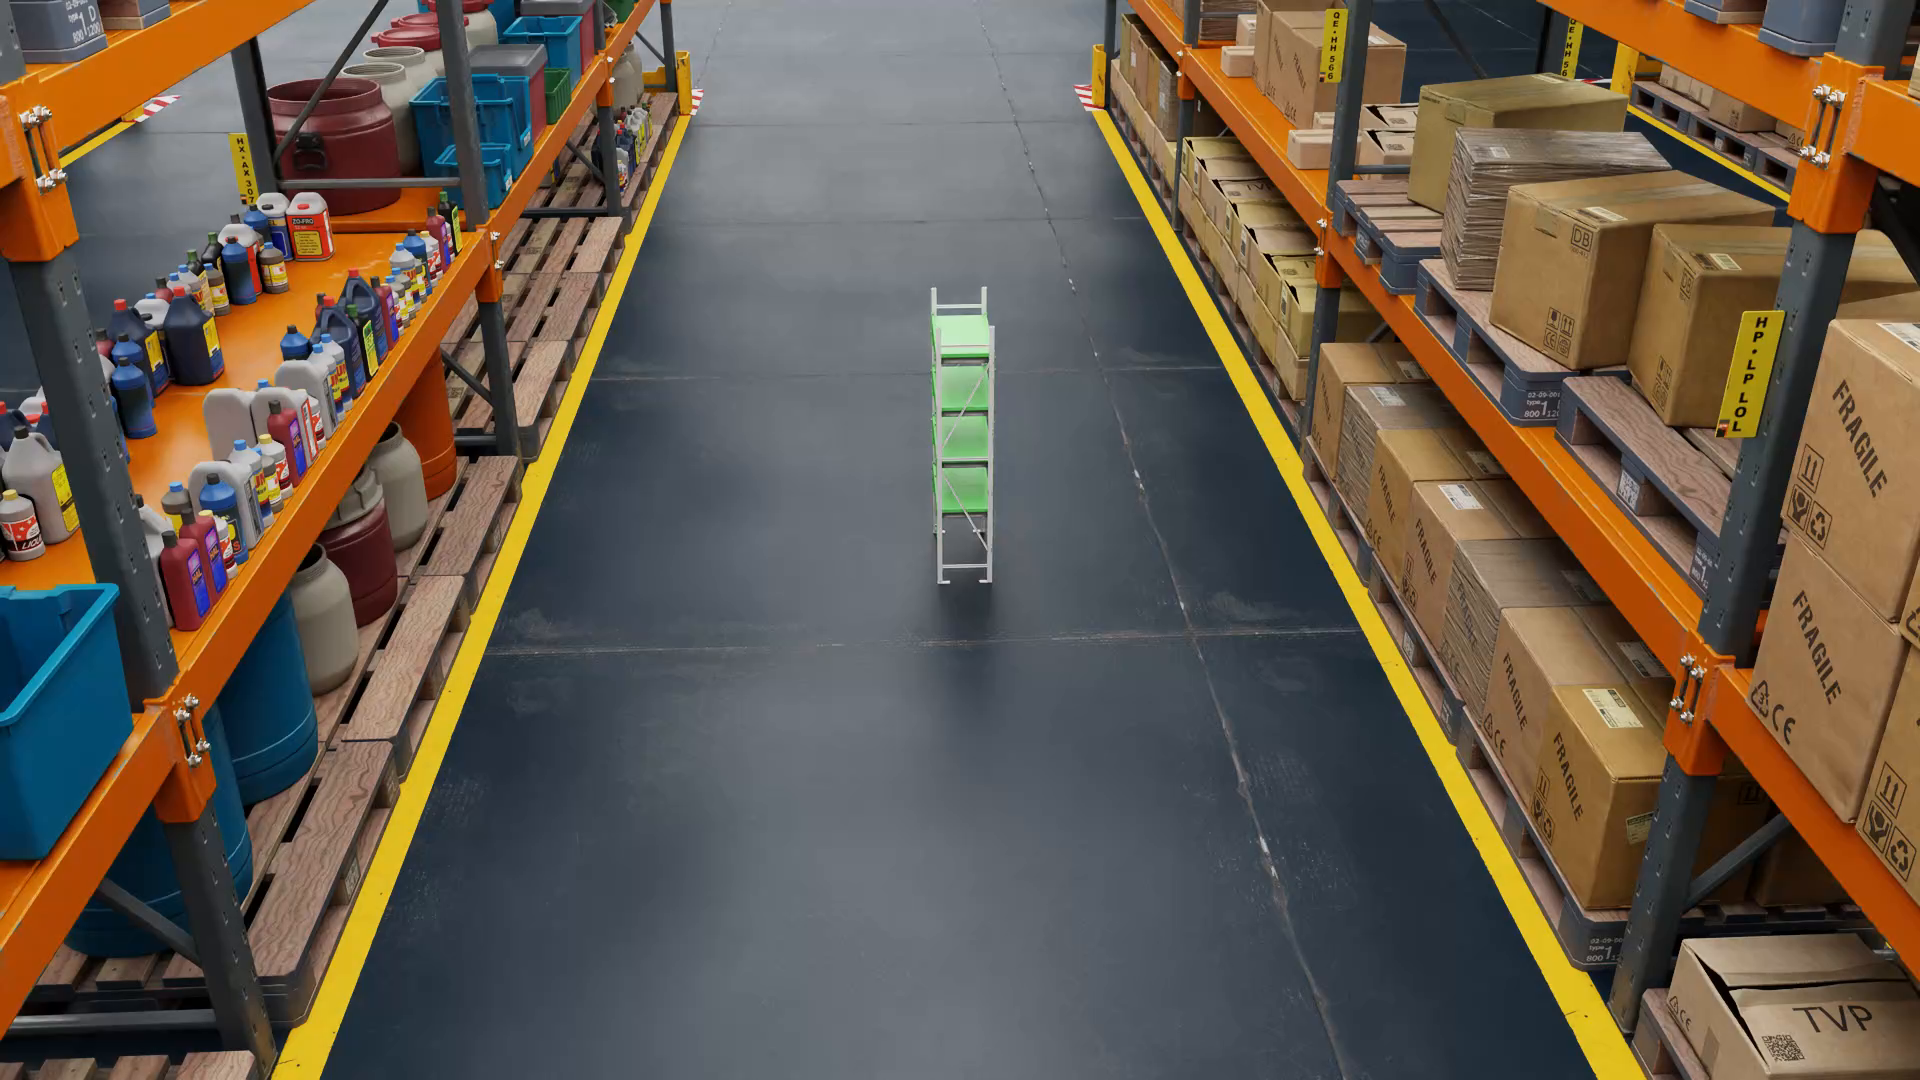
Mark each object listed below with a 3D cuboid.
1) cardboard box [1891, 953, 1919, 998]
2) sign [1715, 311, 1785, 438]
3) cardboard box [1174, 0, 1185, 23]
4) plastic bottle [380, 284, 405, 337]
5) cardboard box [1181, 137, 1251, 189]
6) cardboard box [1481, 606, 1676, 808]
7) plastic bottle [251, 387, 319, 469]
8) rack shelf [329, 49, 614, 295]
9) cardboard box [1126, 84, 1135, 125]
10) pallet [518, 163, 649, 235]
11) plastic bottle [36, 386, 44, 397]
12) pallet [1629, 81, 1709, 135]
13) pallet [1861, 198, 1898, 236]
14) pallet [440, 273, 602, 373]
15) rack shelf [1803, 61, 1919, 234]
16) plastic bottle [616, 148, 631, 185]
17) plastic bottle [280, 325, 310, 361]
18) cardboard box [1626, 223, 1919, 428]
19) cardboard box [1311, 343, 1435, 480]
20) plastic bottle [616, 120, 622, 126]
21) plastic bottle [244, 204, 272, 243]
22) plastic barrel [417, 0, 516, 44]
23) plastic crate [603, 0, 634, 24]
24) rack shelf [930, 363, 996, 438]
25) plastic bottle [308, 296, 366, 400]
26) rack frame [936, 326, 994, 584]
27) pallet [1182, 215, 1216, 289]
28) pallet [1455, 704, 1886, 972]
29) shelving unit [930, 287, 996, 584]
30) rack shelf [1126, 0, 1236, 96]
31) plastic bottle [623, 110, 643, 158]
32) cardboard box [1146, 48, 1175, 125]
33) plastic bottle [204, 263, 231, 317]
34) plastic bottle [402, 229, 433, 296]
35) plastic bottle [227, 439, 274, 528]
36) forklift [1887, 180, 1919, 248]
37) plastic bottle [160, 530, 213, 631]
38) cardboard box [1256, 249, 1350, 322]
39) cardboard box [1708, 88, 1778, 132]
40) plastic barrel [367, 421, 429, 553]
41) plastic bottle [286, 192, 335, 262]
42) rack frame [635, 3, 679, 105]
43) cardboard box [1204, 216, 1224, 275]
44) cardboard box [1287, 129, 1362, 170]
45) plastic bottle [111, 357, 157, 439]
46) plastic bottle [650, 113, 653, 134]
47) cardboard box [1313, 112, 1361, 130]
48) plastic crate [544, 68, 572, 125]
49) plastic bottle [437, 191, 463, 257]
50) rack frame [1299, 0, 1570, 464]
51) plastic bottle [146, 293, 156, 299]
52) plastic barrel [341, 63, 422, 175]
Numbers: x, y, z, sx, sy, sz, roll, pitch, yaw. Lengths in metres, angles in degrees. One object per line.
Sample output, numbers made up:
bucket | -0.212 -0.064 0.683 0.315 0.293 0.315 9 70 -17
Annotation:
cardboard box | 2.774 1.270 4.298 0.500 0.500 0.500 -1 28 -3
sign | 1.907 -0.398 4.017 0.100 0.325 0.005 -1 28 -3
cardboard box | 1.980 -4.086 12.233 0.700 0.500 0.500 -2 28 -3
plastic bottle | -2.212 -0.889 6.426 0.097 0.201 0.097 0 28 0
cardboard box | 1.816 -2.613 11.428 0.500 0.311 0.500 -1 28 -2
cardboard box | 2.131 0.565 5.651 0.500 0.500 0.500 -1 28 -2
plastic bottle | -2.178 -0.377 5.363 0.152 0.276 0.135 -1 28 -3
rack shelf | -2.799 -2.233 9.566 1.077 0.370 4.000 -1 28 -3
cardboard box | 1.696 -3.693 14.107 0.500 0.250 0.500 -1 28 -3
pallet | -2.897 -2.551 12.412 1.003 0.211 1.213 -1 28 -3
plastic bottle | -2.882 -0.364 5.339 0.152 0.276 0.135 -1 28 -3
pallet | 6.792 -3.915 15.028 1.003 0.211 1.213 -1 28 -3
pallet | 7.032 -2.119 11.585 1.003 0.211 1.213 -1 28 -3
pallet | -2.757 -1.313 10.039 1.003 0.211 1.213 -1 28 -3
rack shelf | 2.565 0.013 2.015 1.077 0.370 4.000 -1 28 -3
plastic bottle | -2.527 -2.770 12.286 0.152 0.276 0.135 0 28 -1
plastic bottle | -2.323 -0.623 5.839 0.097 0.271 0.097 0 28 0
cardboard box | 2.560 -0.670 5.229 0.700 0.500 0.500 3 28 5
cardboard box | 1.990 -0.616 7.915 0.500 0.500 0.500 0 28 0
plastic bottle | -2.709 -3.247 13.282 0.097 0.201 0.097 0 28 0
plastic bottle | -3.016 -1.310 7.157 0.097 0.271 0.097 0 28 0
plastic barrel | -3.186 -3.512 10.699 0.600 0.901 0.708 -1 28 -3
plastic crate | -2.693 -4.016 12.435 0.450 0.188 0.662 -1 28 -3
rack shelf | 0.009 -0.612 7.245 0.258 0.148 0.480 -1 28 -3
plastic bottle | -2.205 -0.681 5.865 0.144 0.351 0.185 -1 28 -3
rack frame | 0.021 -0.343 7.110 0.240 1.200 0.015 -1 28 -3
pallet | 2.121 -2.018 11.391 1.003 0.211 1.213 -1 28 -3
pallet | 2.381 0.962 5.676 1.003 0.211 1.213 -1 28 -3
shelving unit | 0.009 -0.456 7.326 0.258 1.200 0.503 -1 28 -3
rack shelf | 1.939 -4.198 13.334 1.077 0.370 4.000 -1 28 -3
plastic bottle | -2.564 -3.163 12.959 0.144 0.351 0.185 -2 28 -3
cardboard box | 1.756 -3.564 13.048 0.500 0.500 0.500 -1 28 -3
plastic bottle | -2.985 -1.003 6.645 0.097 0.201 0.097 0 28 0
plastic bottle | -2.238 -1.145 6.840 0.097 0.271 0.097 0 28 0
plastic bottle | -2.128 -0.170 4.972 0.097 0.271 0.097 0 28 0
forklift | 4.579 -1.492 7.442 1.130 2.935 3.031 -2 28 -3
plastic bottle | -2.079 0.091 4.459 0.061 0.283 0.133 -1 28 -3
cardboard box | 1.945 -1.438 9.176 0.500 0.311 0.500 -2 28 -3
cardboard box | 6.745 -3.724 13.874 0.700 0.500 0.500 -3 28 -6
plastic barrel | -2.534 -0.228 7.179 0.421 0.512 0.421 0 28 0
plastic bottle | -2.843 -1.370 7.267 0.152 0.276 0.135 -1 28 -3
rack frame | -3.113 -5.323 14.712 1.000 3.000 0.127 -1 28 -3
cardboard box | 1.872 -1.893 10.656 0.500 0.250 0.500 -2 28 -4
cardboard box | 1.929 -2.044 8.697 0.380 0.149 0.250 -1 28 -3
plastic bottle | -2.770 -0.481 5.568 0.097 0.271 0.097 0 28 0
plastic bottle | -2.579 -3.440 13.652 0.097 0.201 0.097 0 28 0
cardboard box | 2.129 -2.223 9.040 0.380 0.149 0.250 1 28 1
plastic crate | -2.531 -2.584 9.691 0.450 0.188 0.662 -1 28 -3
plastic bottle | -2.248 -1.400 7.317 0.061 0.283 0.133 -1 28 -3
rack frame | 2.252 -1.746 7.855 1.000 3.000 0.127 -1 28 -3
plastic bottle | -2.956 -0.776 6.134 0.097 0.271 0.097 0 28 0
plastic barrel | -2.962 -2.148 8.504 0.421 0.512 0.421 0 28 0
